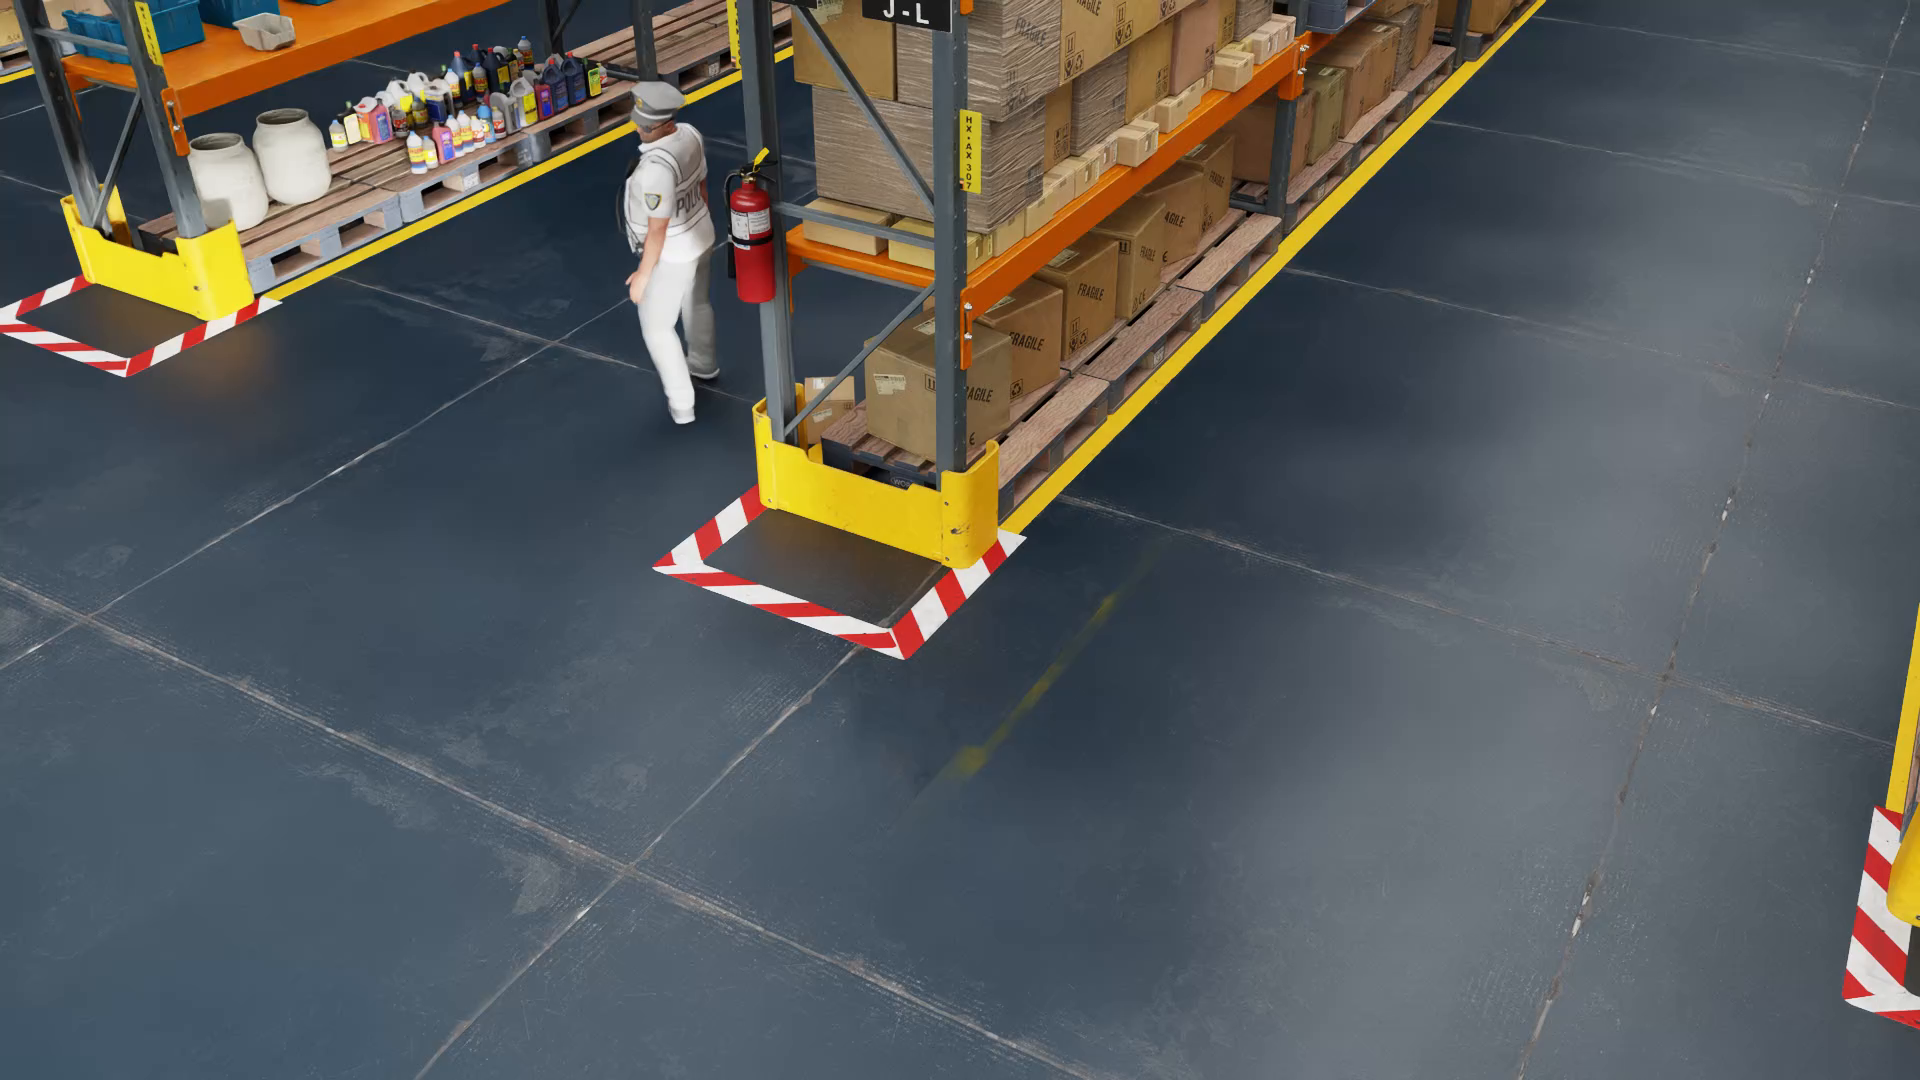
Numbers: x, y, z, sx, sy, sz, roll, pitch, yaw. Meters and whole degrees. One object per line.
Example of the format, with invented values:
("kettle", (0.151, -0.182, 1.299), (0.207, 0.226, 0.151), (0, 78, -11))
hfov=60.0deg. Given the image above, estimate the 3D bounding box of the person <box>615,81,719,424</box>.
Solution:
("person", (-1.464, -1.461, 8.349), (0.487, 1.766, 0.693), (12, 36, 17))
